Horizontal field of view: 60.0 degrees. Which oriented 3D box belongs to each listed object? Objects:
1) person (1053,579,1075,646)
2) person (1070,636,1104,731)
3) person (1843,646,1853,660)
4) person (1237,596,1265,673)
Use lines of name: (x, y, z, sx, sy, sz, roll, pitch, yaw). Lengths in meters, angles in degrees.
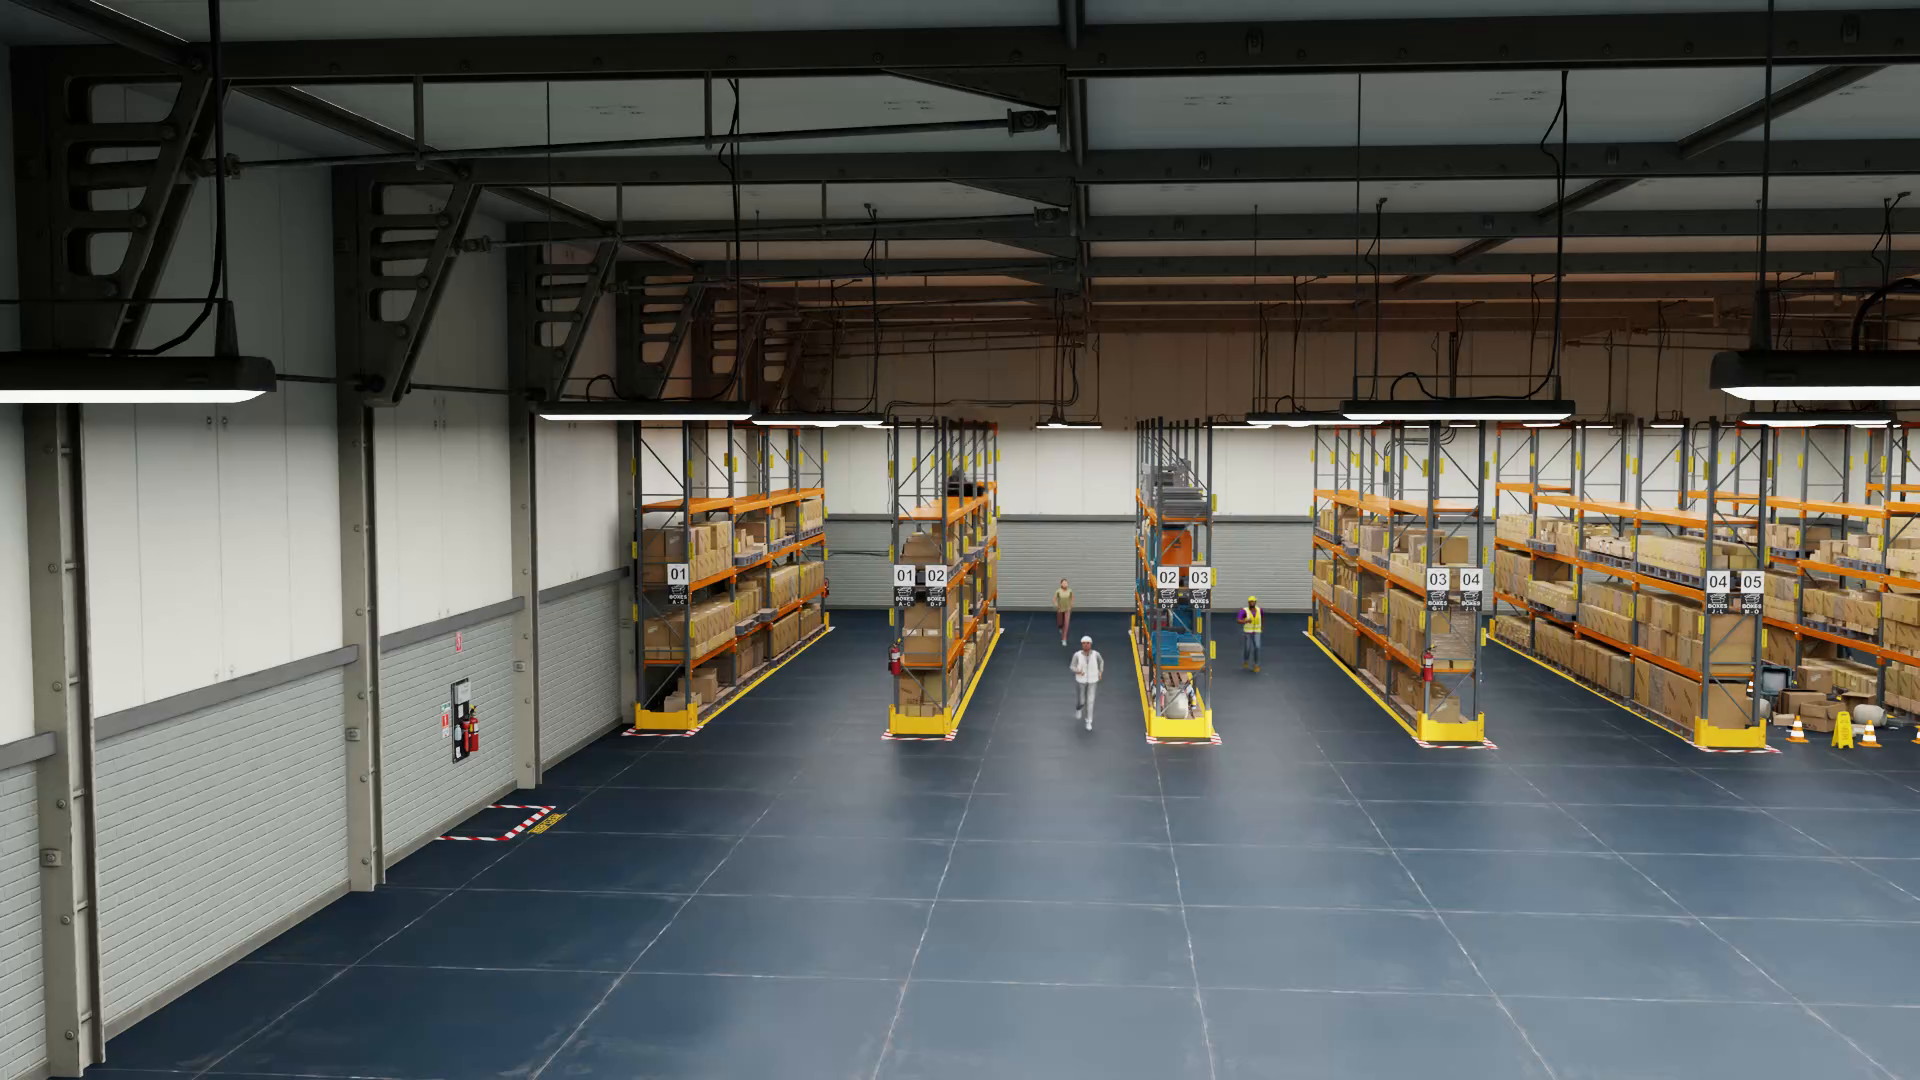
person: (2.675, 1.838, 42.847, 0.559, 1.664, 1.008, 0, 4, 5)
person: (2.460, 2.729, 32.233, 0.673, 1.750, 0.927, 0, 4, 1)
person: (21.664, 2.250, 40.833, 0.529, 1.632, 0.810, 0, 4, -2)
person: (6.956, 2.248, 39.714, 0.731, 1.838, 0.763, 0, 4, -4)
